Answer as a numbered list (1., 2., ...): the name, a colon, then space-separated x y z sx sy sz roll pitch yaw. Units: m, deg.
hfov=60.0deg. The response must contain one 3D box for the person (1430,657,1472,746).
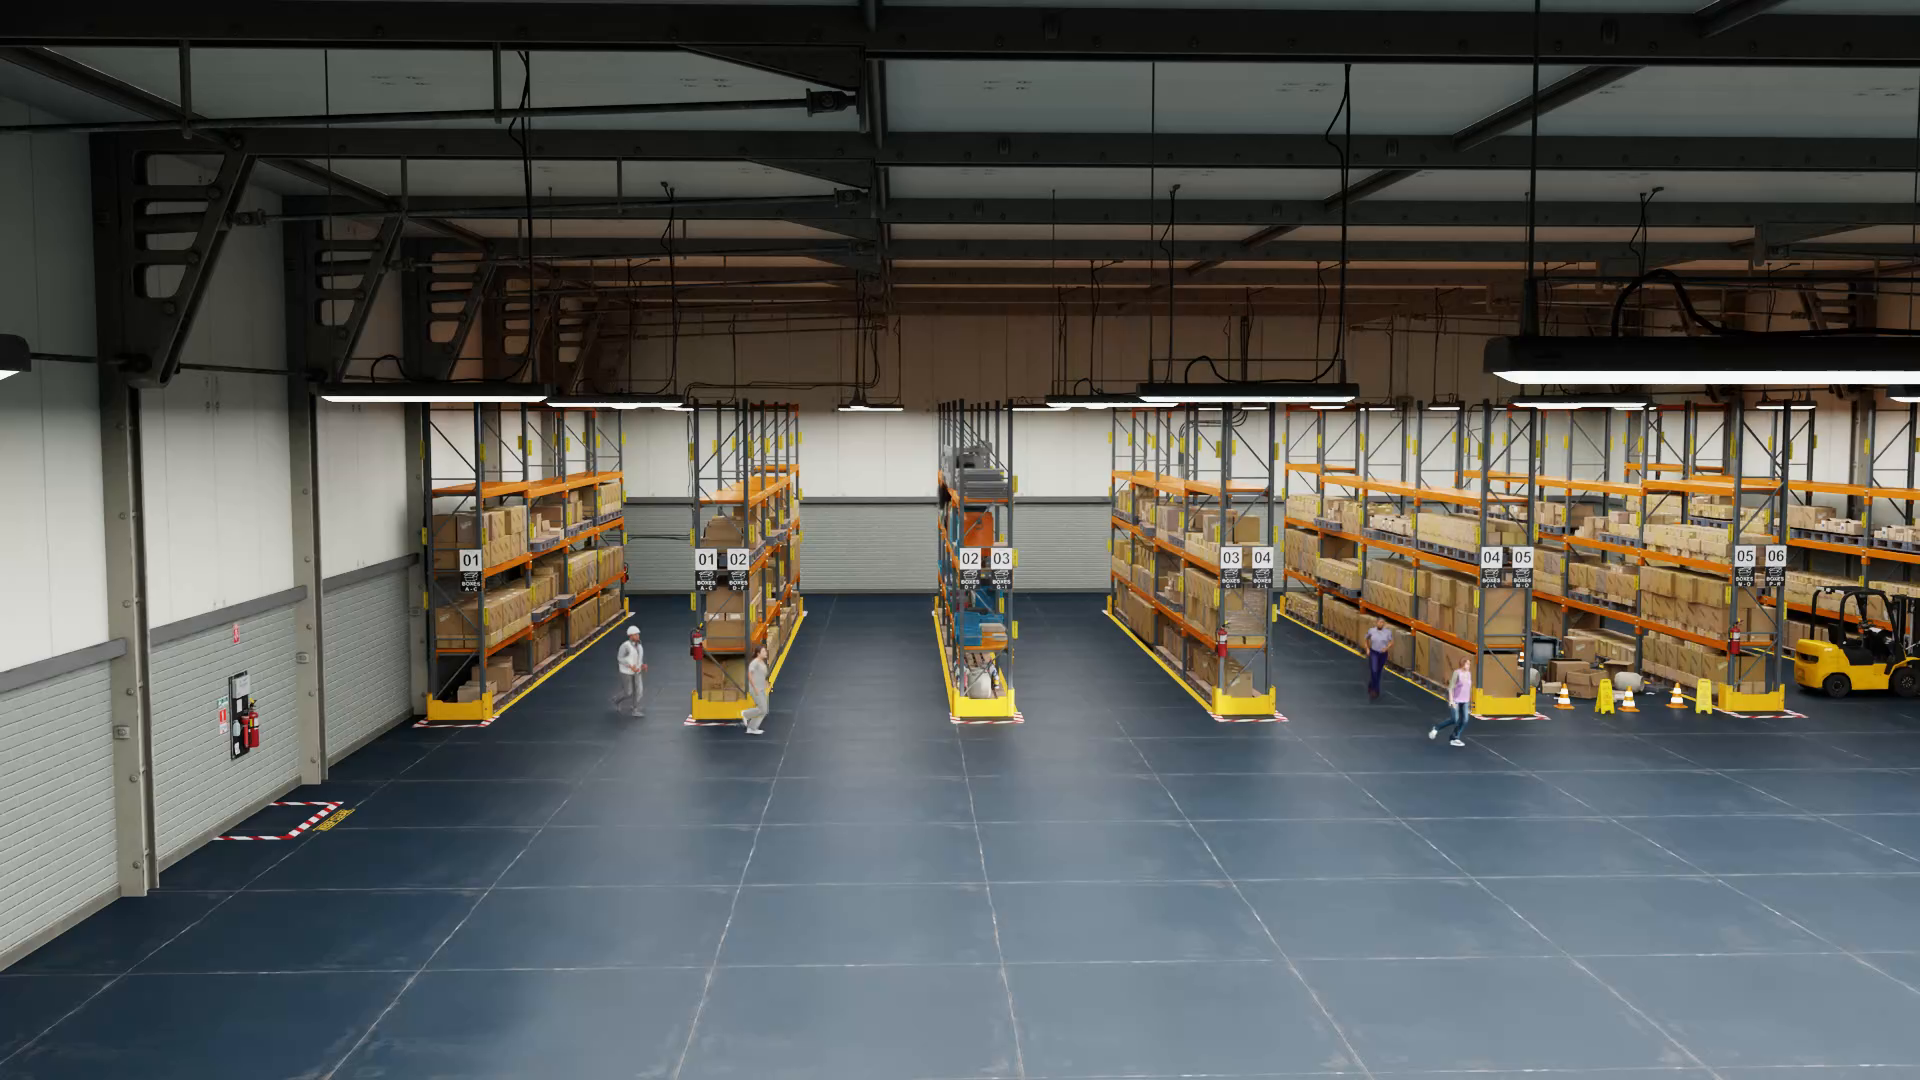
1. person: 8.485 2.767 28.658 0.671 1.536 0.502 -2 5 -26

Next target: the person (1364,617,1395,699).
1. person: 8.475 2.347 33.661 0.552 1.639 0.778 0 4 0

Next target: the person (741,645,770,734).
1. person: -3.661 2.668 29.731 0.552 1.596 0.568 2 5 21

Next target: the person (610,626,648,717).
1. person: -6.289 2.478 31.455 0.803 1.733 0.655 3 5 37
